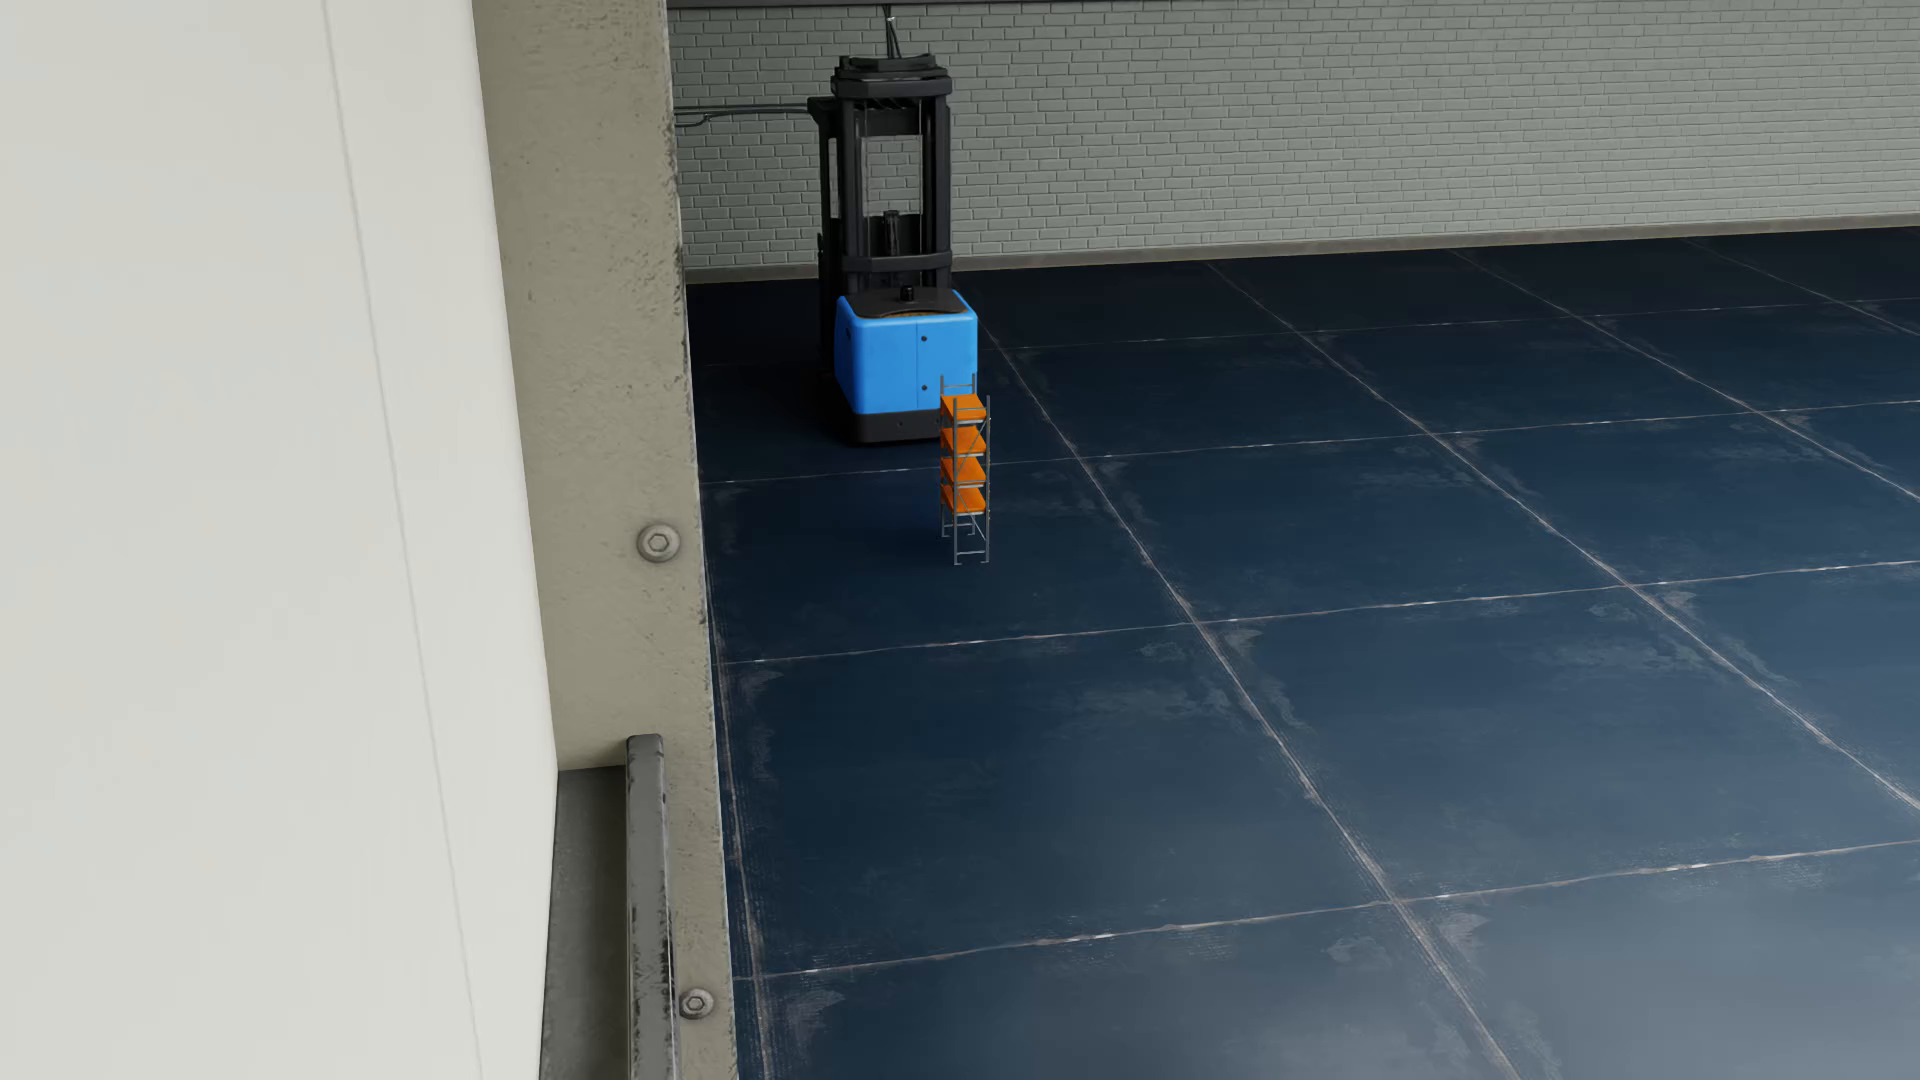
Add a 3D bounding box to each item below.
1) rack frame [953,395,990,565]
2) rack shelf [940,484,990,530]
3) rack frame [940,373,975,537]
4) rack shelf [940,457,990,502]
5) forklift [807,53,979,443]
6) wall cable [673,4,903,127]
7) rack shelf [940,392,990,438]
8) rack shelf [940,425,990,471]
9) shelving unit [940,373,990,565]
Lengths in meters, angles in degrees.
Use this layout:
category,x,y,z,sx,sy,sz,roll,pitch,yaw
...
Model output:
category,x,y,z,sx,sy,sz,roll,pitch,yaw
rack frame,0.076,-0.389,11.141,0.240,1.200,0.015,-4,24,-10
rack shelf,0.031,-0.241,11.467,0.258,0.148,0.480,-4,24,-10
rack frame,-0.014,-0.581,11.581,0.240,1.200,0.015,-4,24,-10
rack shelf,0.031,-0.423,11.388,0.258,0.148,0.480,-4,24,-10
forklift,-0.673,-2.686,14.238,1.130,2.935,3.031,-5,24,-12
wall cable,-2.122,-5.545,17.082,3.097,2.526,0.112,-4,24,-10
rack shelf,0.031,-0.845,11.203,0.258,0.148,0.480,-4,24,-10
rack shelf,0.031,-0.628,11.298,0.258,0.148,0.480,-4,24,-10
shelving unit,0.031,-0.485,11.361,0.258,1.200,0.503,-4,24,-10
